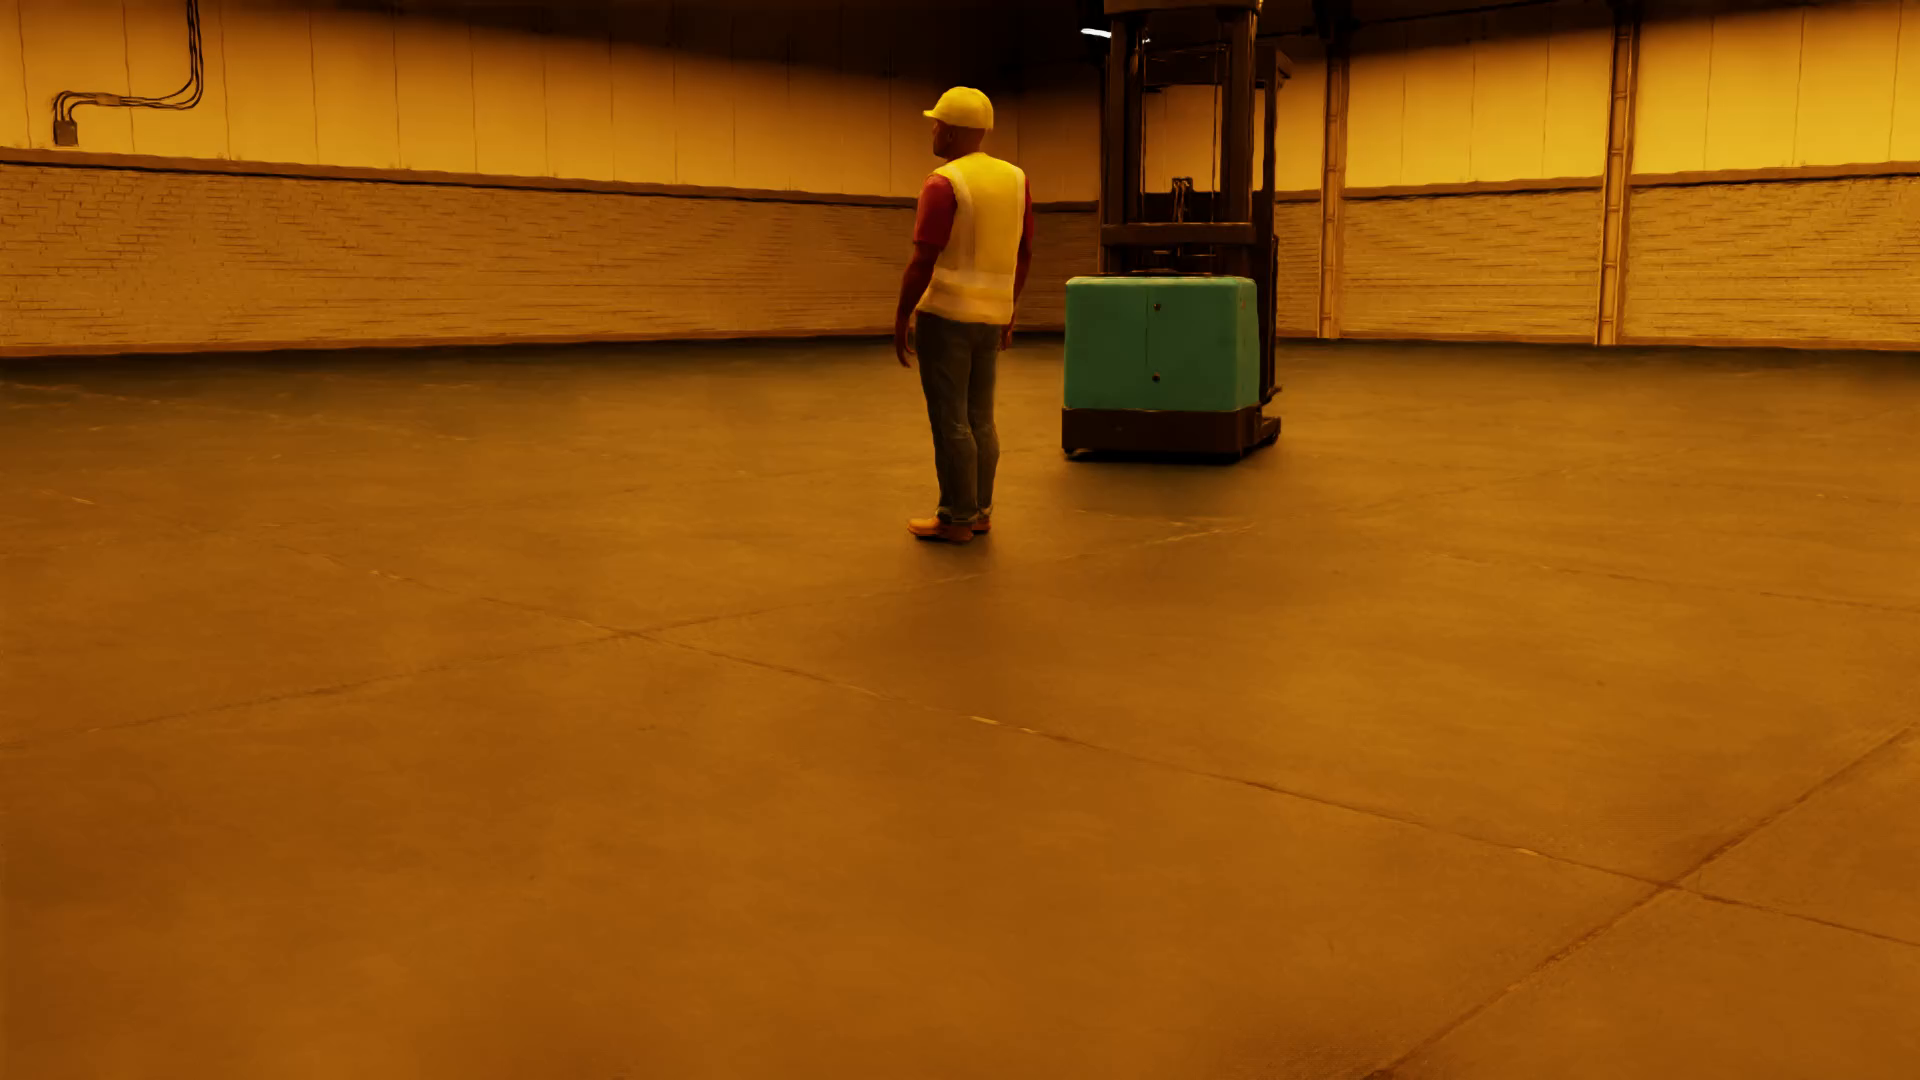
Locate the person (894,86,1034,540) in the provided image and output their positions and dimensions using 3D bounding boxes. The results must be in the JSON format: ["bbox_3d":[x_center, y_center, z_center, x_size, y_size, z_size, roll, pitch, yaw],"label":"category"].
[{"bbox_3d":[-0.046,-0.888,6.636,0.576,1.766,0.665,8,12,43],"label":"person"}]

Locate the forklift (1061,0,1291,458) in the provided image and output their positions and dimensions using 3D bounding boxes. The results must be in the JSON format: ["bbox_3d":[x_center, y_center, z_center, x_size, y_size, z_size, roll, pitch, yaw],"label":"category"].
[{"bbox_3d":[1.540,-2.112,10.903,1.130,2.935,3.031,3,9,18],"label":"forklift"}]
